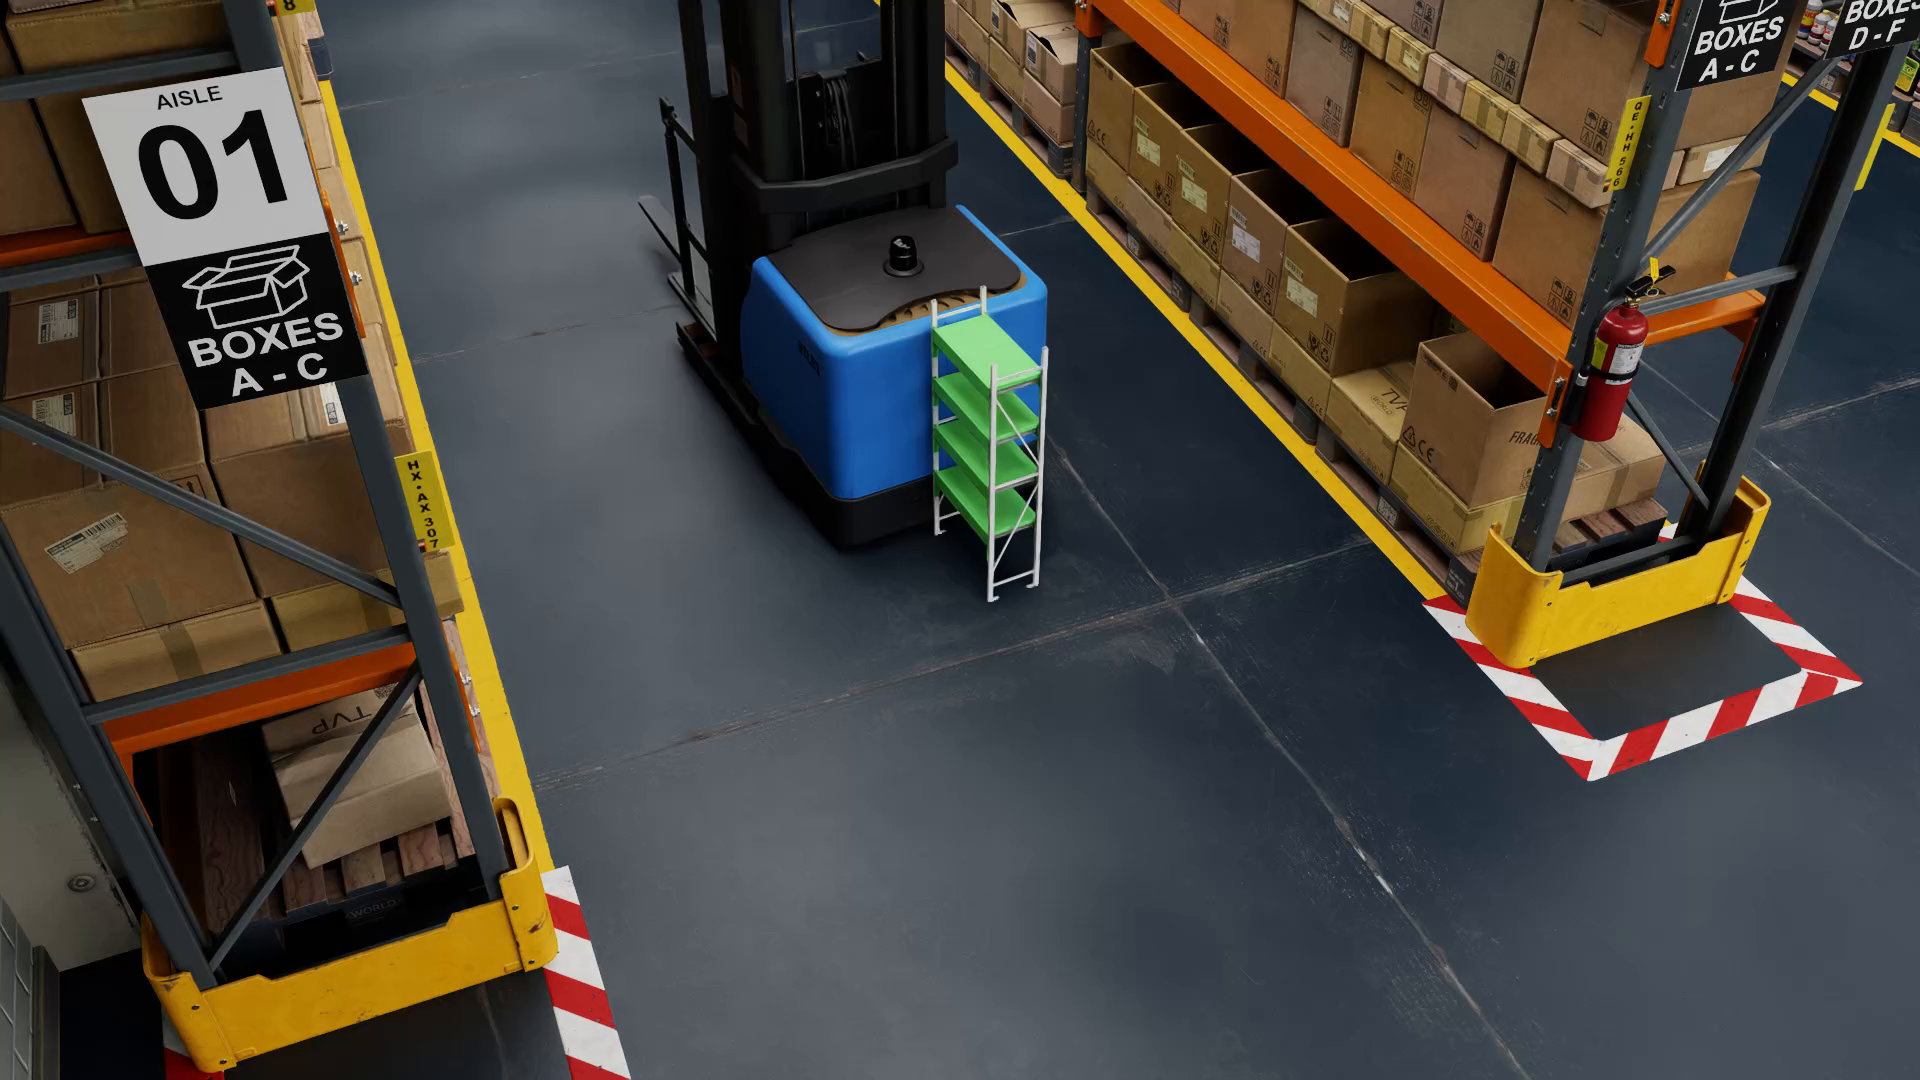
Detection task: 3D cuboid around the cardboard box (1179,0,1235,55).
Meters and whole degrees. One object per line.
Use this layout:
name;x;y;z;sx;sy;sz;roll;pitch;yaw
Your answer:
cardboard box;1.510;-2.738;8.057;0.700;0.500;0.500;-16;43;-17

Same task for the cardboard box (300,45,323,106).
cardboard box;-2.603;-1.466;6.179;0.500;0.500;0.500;-16;43;-18

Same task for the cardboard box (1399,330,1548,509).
cardboard box;2.177;-0.522;6.769;0.500;0.500;0.500;-15;43;-17

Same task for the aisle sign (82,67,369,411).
aisle sign;-1.614;-0.652;3.713;0.394;0.787;0.004;-15;43;-17

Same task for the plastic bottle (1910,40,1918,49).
plastic bottle;5.702;-2.975;10.103;0.144;0.351;0.185;-17;43;-19

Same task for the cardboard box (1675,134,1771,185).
cardboard box;2.706;-1.447;6.057;0.380;0.149;0.250;-15;43;-17

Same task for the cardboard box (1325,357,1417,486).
cardboard box;1.976;-0.537;7.360;0.500;0.250;0.500;-15;43;-17

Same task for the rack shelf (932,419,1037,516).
rack shelf;0.109;-0.324;6.805;0.258;0.148;0.480;-19;44;-21

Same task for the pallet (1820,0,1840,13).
pallet;5.368;-3.922;11.649;1.003;0.211;1.213;-15;43;-17

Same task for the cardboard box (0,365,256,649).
cardboard box;-2.295;-0.100;4.591;0.500;0.500;0.500;-16;43;-17

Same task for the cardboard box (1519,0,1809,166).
cardboard box;2.470;-1.719;5.876;0.700;0.500;0.500;-15;43;-17

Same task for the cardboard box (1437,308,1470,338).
cardboard box;2.464;-0.953;7.269;0.500;0.500;0.500;-15;43;-17

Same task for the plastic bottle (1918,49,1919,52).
plastic bottle;5.793;-2.865;10.036;0.097;0.271;0.097;0;41;0

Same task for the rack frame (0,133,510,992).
rack frame;-1.918;0.366;4.524;1.000;3.000;0.127;-15;43;-17

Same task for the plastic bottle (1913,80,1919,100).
plastic bottle;5.789;-2.742;9.946;0.097;0.201;0.097;0;41;0

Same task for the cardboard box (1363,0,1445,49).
cardboard box;2.070;-2.338;6.596;0.700;0.500;0.500;-15;43;-17

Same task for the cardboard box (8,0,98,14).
cardboard box;-1.842;-1.489;3.522;0.500;0.500;0.500;-18;44;-20

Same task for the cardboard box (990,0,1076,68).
cardboard box;0.502;-3.096;9.906;0.500;0.311;0.500;-14;43;-16

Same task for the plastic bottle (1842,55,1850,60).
plastic bottle;5.570;-3.160;10.376;0.152;0.276;0.135;-14;43;-15

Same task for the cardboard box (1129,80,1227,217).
cardboard box;1.213;-2.026;8.518;0.500;0.500;0.500;-15;43;-17

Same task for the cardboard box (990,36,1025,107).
cardboard box;0.508;-2.881;10.087;0.500;0.250;0.500;-16;43;-18

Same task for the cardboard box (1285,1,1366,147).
cardboard box;1.895;-2.127;7.346;0.700;0.500;0.500;-14;43;-16

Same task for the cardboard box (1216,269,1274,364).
cardboard box;1.594;-1.139;8.061;0.500;0.250;0.500;-15;43;-17

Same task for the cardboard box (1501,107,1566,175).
cardboard box;2.233;-1.496;6.115;0.380;0.149;0.250;-14;43;-16

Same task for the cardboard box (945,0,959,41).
cardboard box;0.118;-3.496;10.802;0.500;0.250;0.500;-14;43;-16

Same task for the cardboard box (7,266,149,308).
cardboard box;-2.680;-0.717;5.307;0.500;0.500;0.500;-16;43;-18

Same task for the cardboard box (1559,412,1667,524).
cardboard box;2.657;-0.368;7.164;0.500;0.250;0.500;-15;43;-17

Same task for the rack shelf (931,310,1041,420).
rack shelf;0.109;-0.688;6.492;0.258;0.148;0.480;-19;44;-21

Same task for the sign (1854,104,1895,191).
sign;3.172;-1.366;5.813;0.100;0.325;0.005;-15;43;-17

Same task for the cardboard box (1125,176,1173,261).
cardboard box;1.210;-1.741;8.761;0.500;0.250;0.500;-15;43;-17

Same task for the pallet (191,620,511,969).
pallet;-2.226;0.879;6.066;1.003;0.211;1.213;-15;43;-17

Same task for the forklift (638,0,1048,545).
forklift;-0.755;-2.044;7.380;1.130;2.935;3.031;-19;44;-21

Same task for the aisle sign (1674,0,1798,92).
aisle sign;2.411;-1.745;4.985;0.394;0.787;0.004;-15;43;-17

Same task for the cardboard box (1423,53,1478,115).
cardboard box;2.041;-1.802;6.471;0.380;0.149;0.250;-15;43;-16

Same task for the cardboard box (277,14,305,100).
cardboard box;-1.988;-1.414;4.201;0.500;0.500;0.500;-12;42;-14

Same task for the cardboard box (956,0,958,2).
cardboard box;0.124;-3.701;10.609;0.500;0.311;0.500;-16;43;-17

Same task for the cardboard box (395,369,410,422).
cardboard box;-2.213;-0.576;5.719;0.500;0.250;0.500;-16;43;-18

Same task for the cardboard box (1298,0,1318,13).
cardboard box;1.646;-2.424;7.194;0.380;0.149;0.250;-15;43;-17

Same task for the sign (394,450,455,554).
sign;-1.417;-0.098;4.400;0.100;0.325;0.005;-15;43;-17

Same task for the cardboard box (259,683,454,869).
cardboard box;-2.100;0.779;5.768;0.500;0.311;0.500;-20;45;-22

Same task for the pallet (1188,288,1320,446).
pallet;1.863;-0.999;8.250;1.003;0.211;1.213;-15;43;-17

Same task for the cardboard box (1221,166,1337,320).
cardboard box;1.591;-1.423;7.815;0.500;0.500;0.500;-15;43;-17

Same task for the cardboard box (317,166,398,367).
cardboard box;-2.195;-0.845;5.457;0.500;0.500;0.500;-16;43;-18

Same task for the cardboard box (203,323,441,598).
cardboard box;-1.823;-0.232;4.744;0.500;0.500;0.500;-15;43;-17

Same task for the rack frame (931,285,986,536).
rack frame;-0.005;-0.514;6.927;0.240;1.200;0.015;-19;44;-21

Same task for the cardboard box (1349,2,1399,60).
cardboard box;1.838;-2.119;6.839;0.380;0.149;0.250;-14;43;-16

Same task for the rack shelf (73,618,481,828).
rack shelf;-2.684;-0.567;6.160;1.077;0.370;4.000;-15;43;-17

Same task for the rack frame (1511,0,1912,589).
rack frame;2.657;-0.873;5.964;1.000;3.000;0.127;-15;43;-17

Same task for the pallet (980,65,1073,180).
pallet;0.808;-2.659;10.180;1.003;0.211;1.213;-15;43;-17

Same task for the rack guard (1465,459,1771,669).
rack guard;2.666;0.090;6.762;1.175;0.500;0.348;-15;43;-17

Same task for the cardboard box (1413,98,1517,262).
cardboard box;2.285;-1.510;6.629;0.700;0.500;0.500;-14;43;-16

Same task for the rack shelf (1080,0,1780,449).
rack shelf;1.892;-1.805;7.600;1.077;0.370;4.000;-15;43;-17

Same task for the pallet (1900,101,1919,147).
pallet;6.393;-2.307;9.771;1.003;0.211;1.213;-15;43;-17

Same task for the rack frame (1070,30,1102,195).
rack frame;1.126;-3.282;8.766;1.000;3.000;0.127;-15;43;-17

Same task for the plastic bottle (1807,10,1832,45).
plastic bottle;5.460;-3.259;10.548;0.097;0.201;0.097;0;41;0

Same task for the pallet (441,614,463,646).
pallet;-2.689;0.145;6.919;1.003;0.211;1.213;-15;43;-17

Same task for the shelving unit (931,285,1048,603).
shelving unit;0.109;-0.373;6.763;0.258;1.200;0.503;-19;44;-21
